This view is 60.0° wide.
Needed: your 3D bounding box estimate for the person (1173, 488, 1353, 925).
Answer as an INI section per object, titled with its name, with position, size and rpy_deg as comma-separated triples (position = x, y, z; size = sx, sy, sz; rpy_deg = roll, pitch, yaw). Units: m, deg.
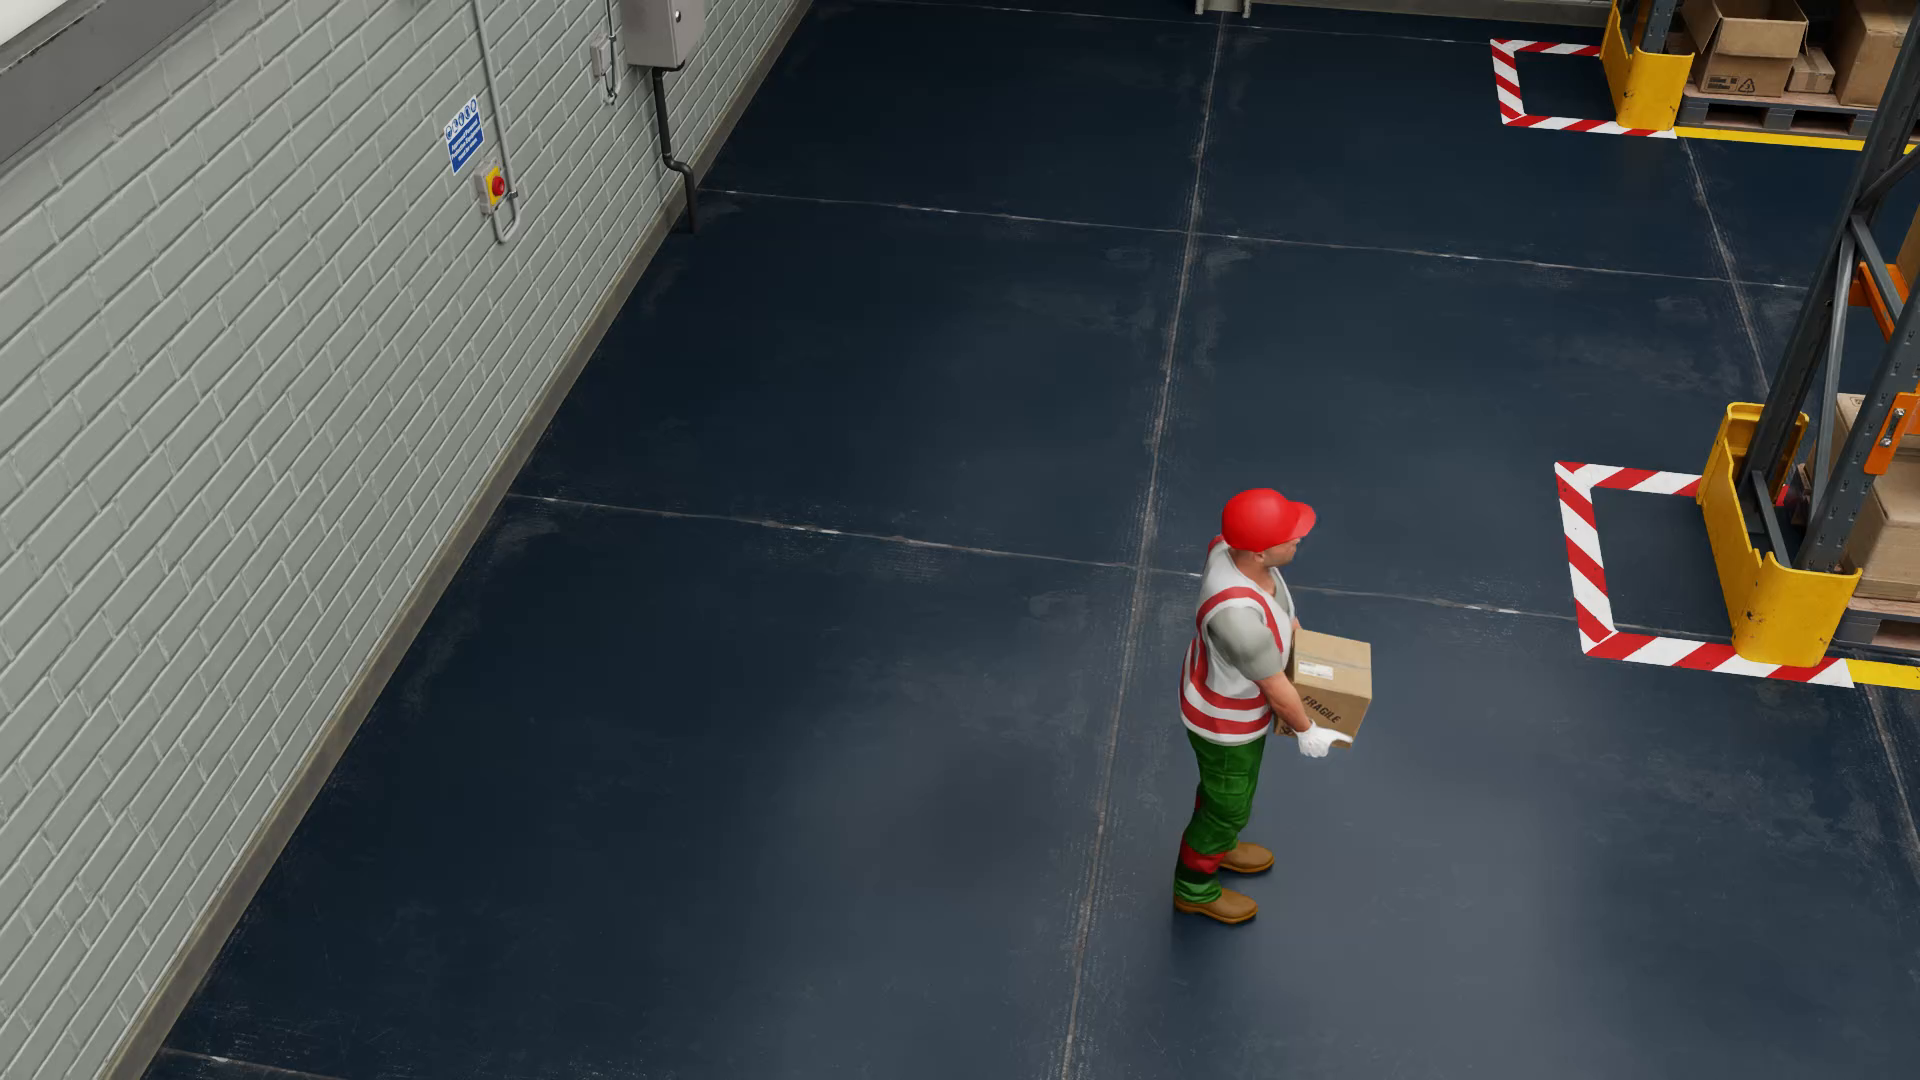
[person]
position = 1.000, 0.554, 5.481
size = 0.563, 1.787, 0.495
rpy_deg = 6, 41, 7
